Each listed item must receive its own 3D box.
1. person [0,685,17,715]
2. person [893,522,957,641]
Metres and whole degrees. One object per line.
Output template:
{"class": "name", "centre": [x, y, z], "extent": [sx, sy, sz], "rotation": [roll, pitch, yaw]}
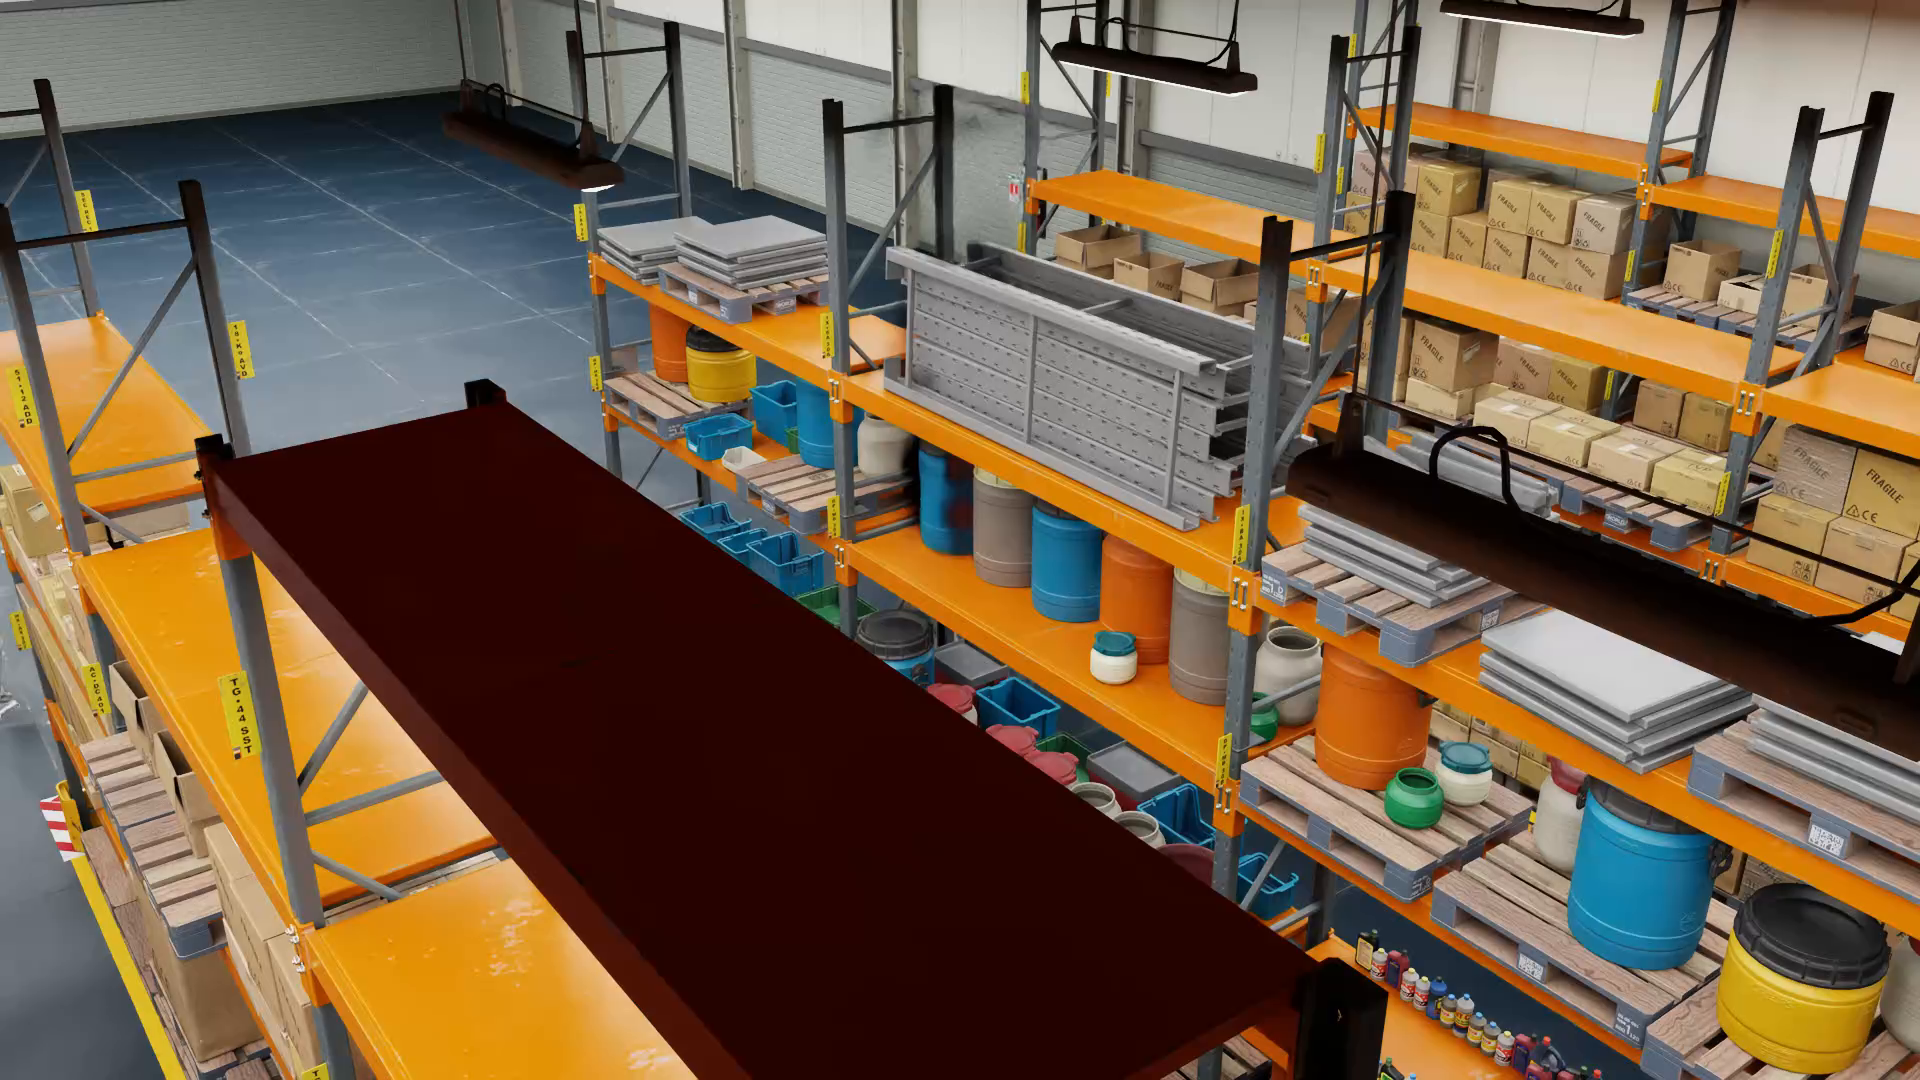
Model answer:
{"class": "person", "centre": [-9.064, 0.958, 15.019], "extent": [0.810, 1.606, 0.529], "rotation": [3, 25, 6]}
{"class": "person", "centre": [-0.345, 0.454, 15.890], "extent": [0.608, 1.813, 0.909], "rotation": [-22, 33, -40]}
